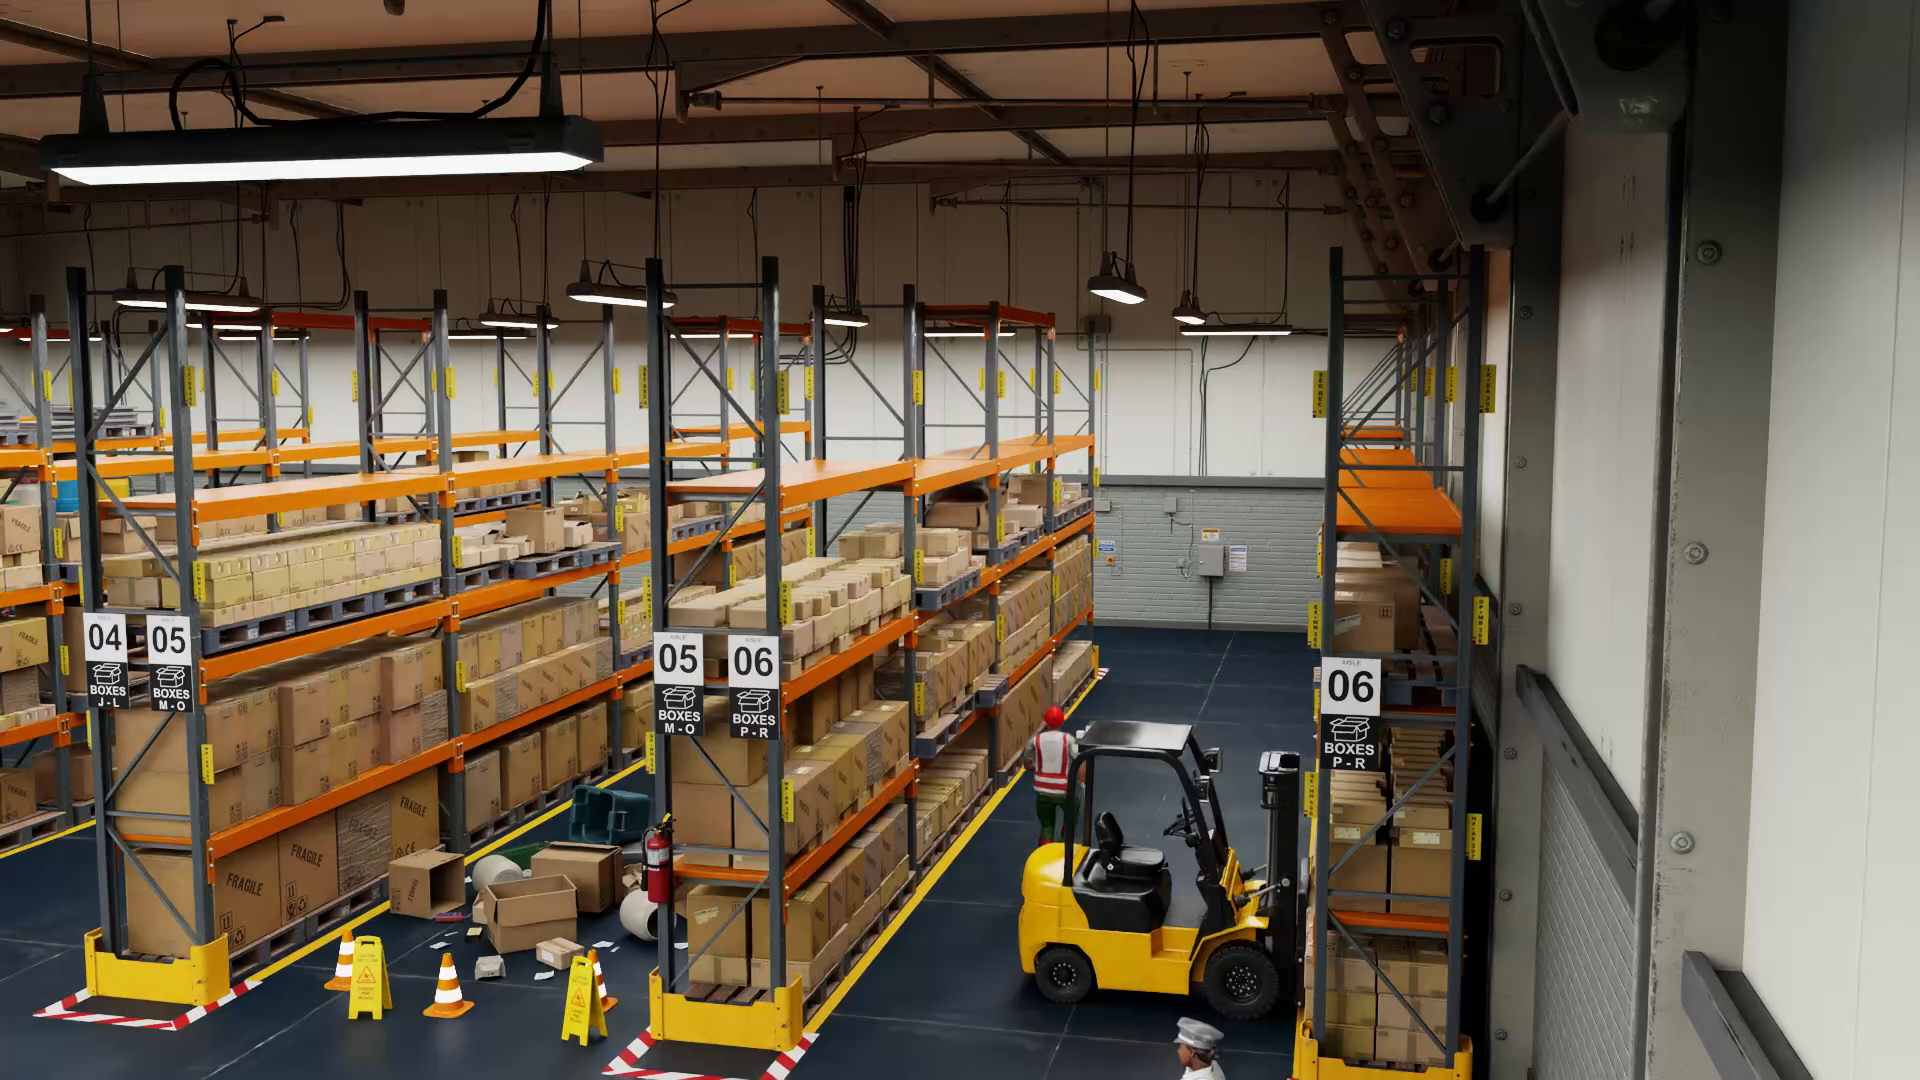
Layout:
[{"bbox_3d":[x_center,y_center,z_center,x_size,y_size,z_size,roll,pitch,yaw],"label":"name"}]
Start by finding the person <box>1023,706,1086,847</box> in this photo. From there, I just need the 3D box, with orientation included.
[{"bbox_3d":[1.019,2.570,17.162,0.693,1.749,0.618,2,6,19],"label":"person"}]

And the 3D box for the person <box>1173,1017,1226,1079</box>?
[{"bbox_3d":[1.311,3.423,8.980,0.397,1.690,0.572,1,6,10],"label":"person"}]

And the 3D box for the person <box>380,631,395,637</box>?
[{"bbox_3d":[-7.887,2.023,23.114,0.546,1.648,0.387,-5,7,-39],"label":"person"}]
